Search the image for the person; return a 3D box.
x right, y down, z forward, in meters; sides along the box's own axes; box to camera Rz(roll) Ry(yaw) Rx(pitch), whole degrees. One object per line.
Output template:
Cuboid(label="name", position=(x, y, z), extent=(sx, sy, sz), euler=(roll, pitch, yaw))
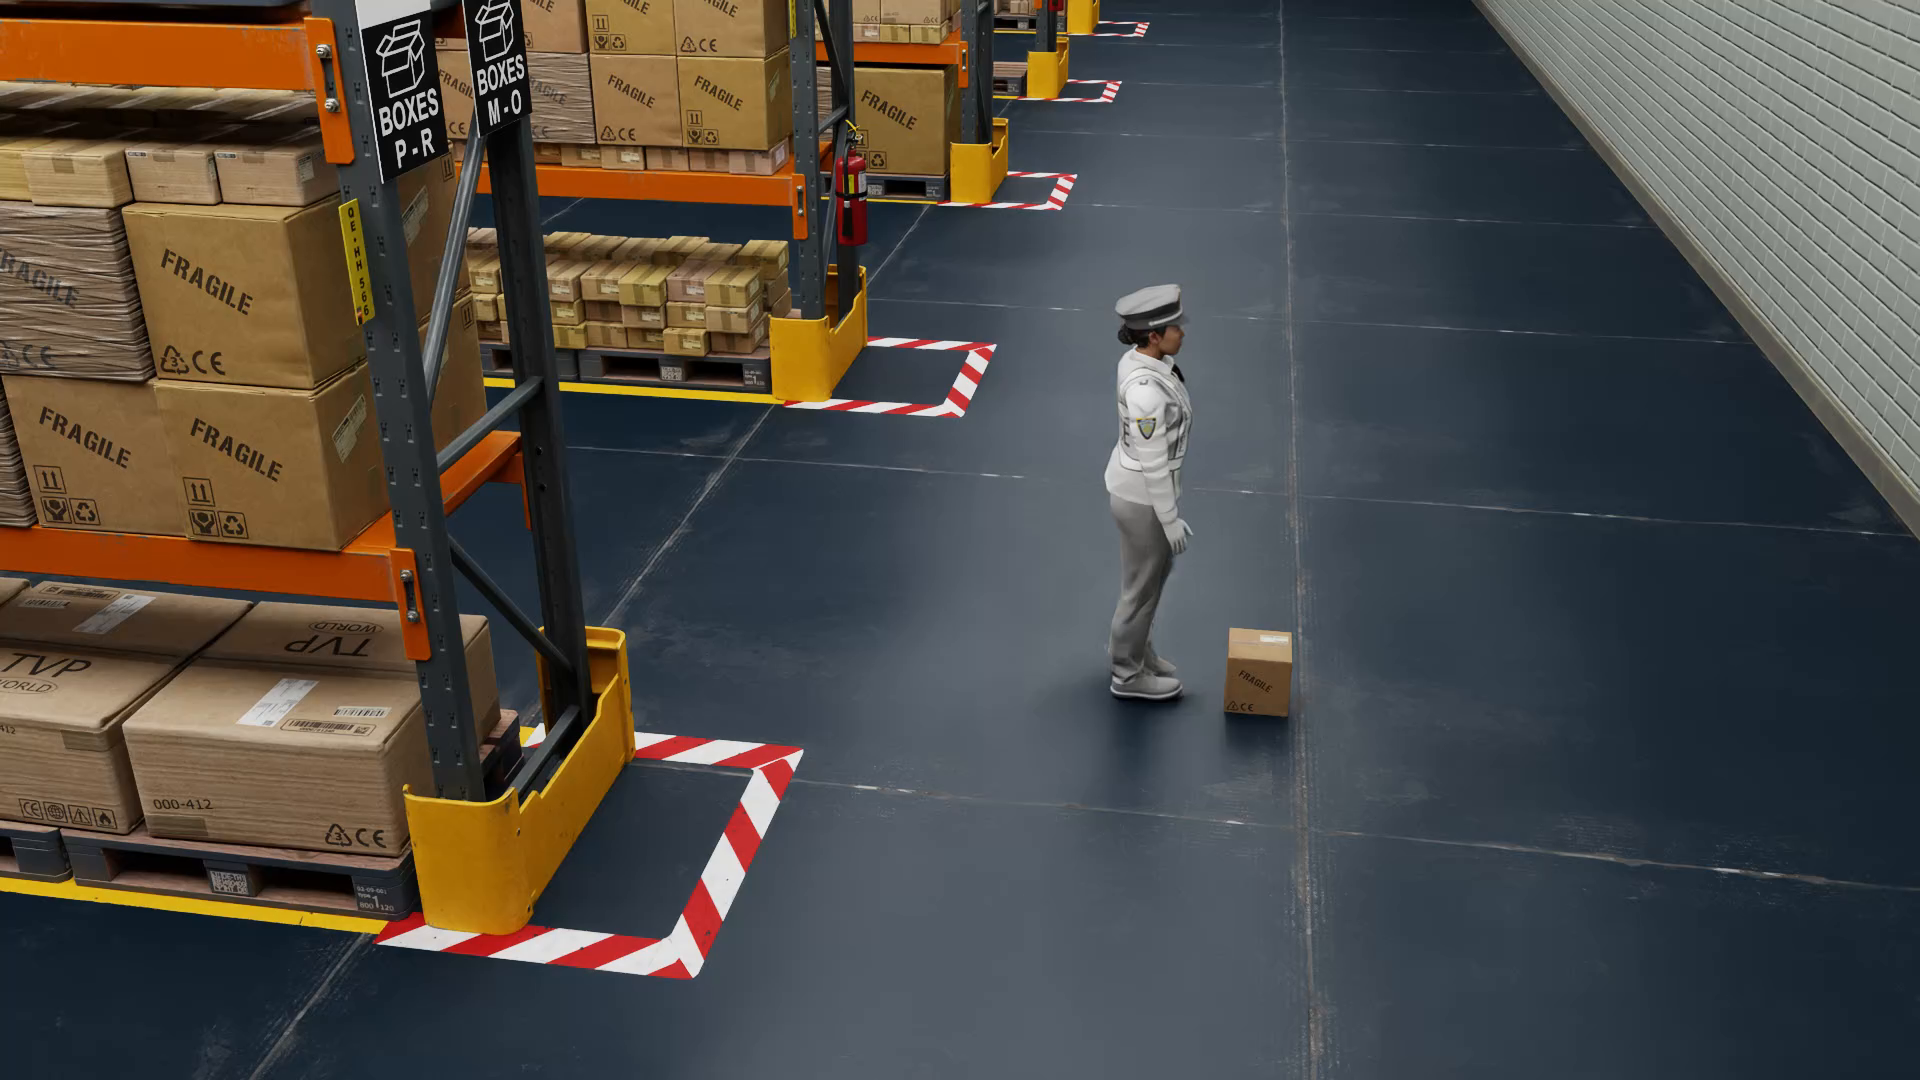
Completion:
Cuboid(label="person", position=(0.729, -0.144, 6.422), extent=(0.343, 1.743, 0.500), euler=(1, 25, 2))
